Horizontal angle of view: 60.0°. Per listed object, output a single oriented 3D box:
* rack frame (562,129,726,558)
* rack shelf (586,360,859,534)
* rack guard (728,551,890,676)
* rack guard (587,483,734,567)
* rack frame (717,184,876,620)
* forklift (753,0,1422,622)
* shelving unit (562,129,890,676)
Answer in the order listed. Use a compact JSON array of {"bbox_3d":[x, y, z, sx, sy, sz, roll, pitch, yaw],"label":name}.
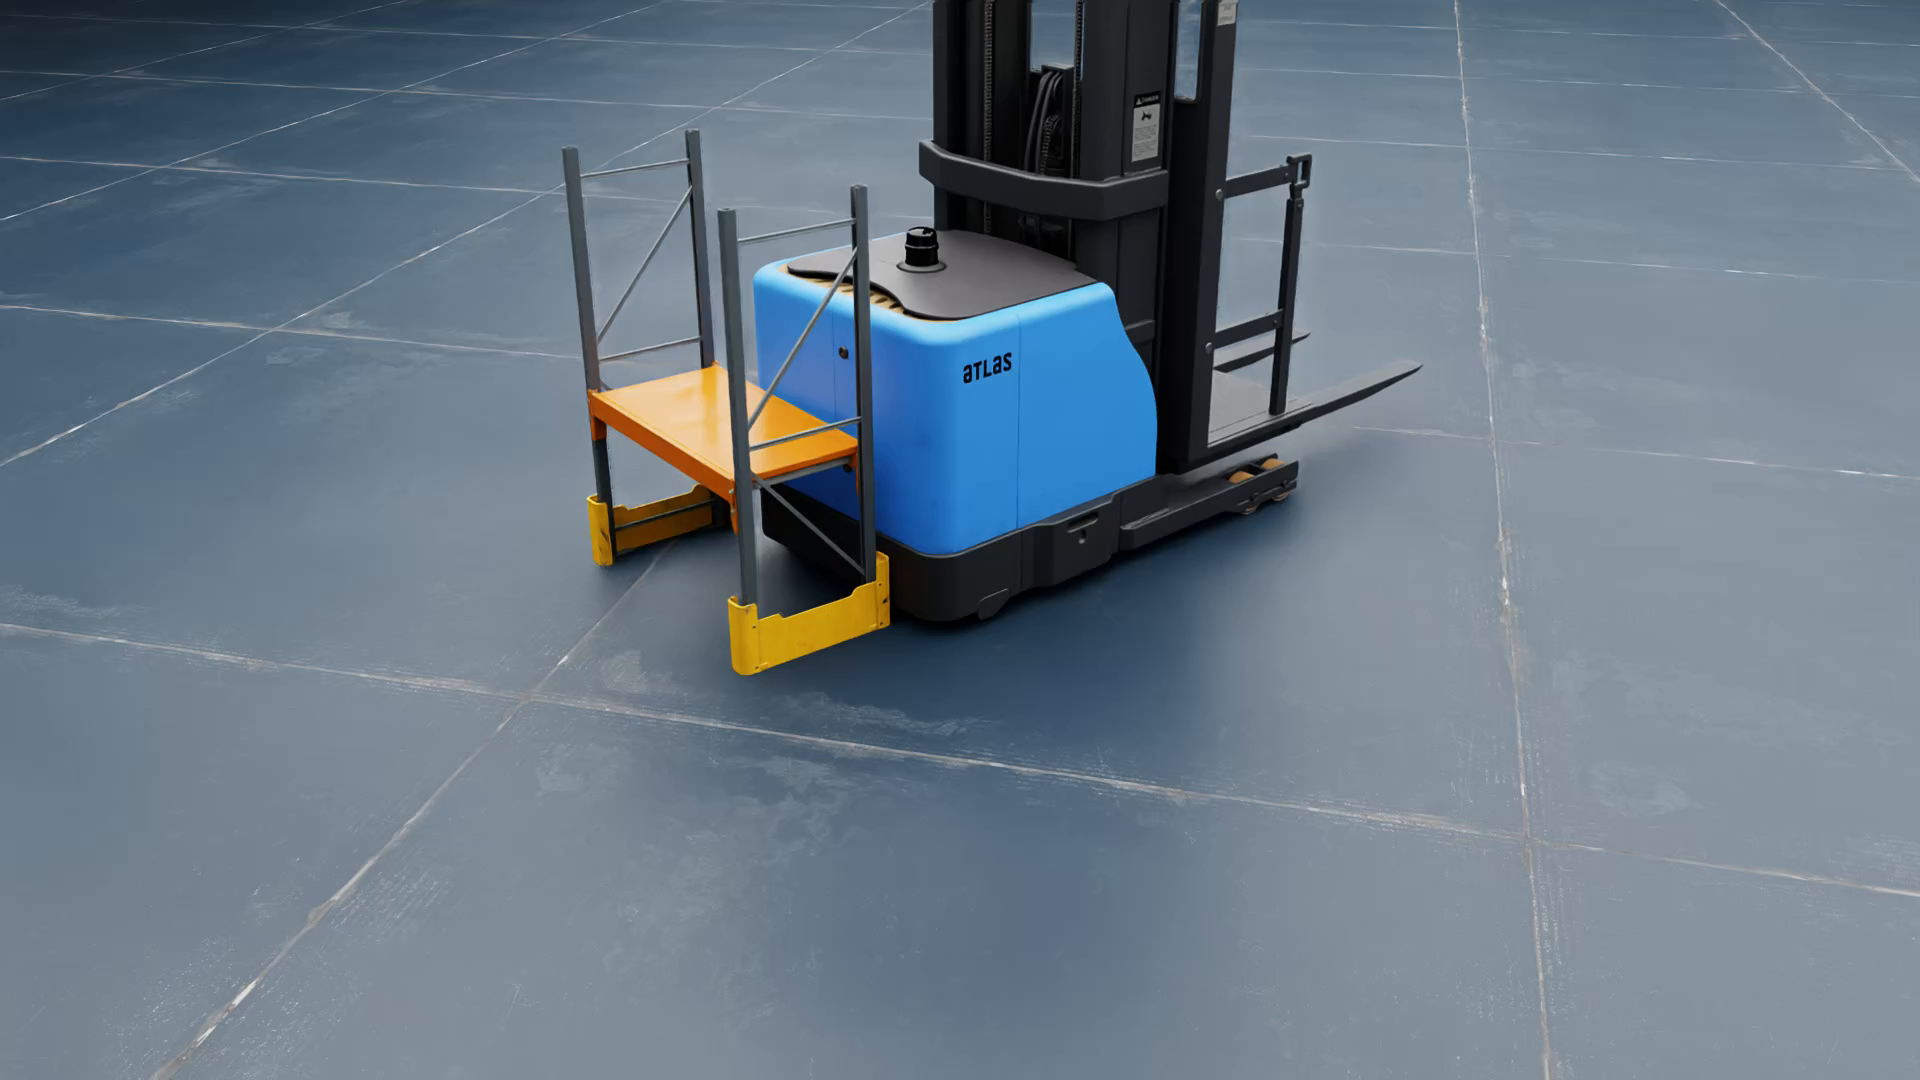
[{"bbox_3d":[-1.104,-0.674,5.920,0.500,1.500,0.032,-18,31,-33],"label":"rack frame"},{"bbox_3d":[-0.795,-0.338,5.633,0.538,0.185,1.000,-18,31,-33],"label":"rack shelf"},{"bbox_3d":[-0.486,0.237,5.461,0.587,0.250,0.087,-18,31,-33],"label":"rack guard"},{"bbox_3d":[-1.092,-0.103,6.175,0.587,0.250,0.087,-18,31,-33],"label":"rack guard"},{"bbox_3d":[-0.485,-0.327,5.192,0.500,1.500,0.032,-18,31,-33],"label":"rack frame"},{"bbox_3d":[0.701,-1.570,6.139,3.031,2.935,1.130,-21,33,-37],"label":"forklift"},{"bbox_3d":[-0.789,-0.497,5.550,0.587,1.500,1.083,-18,31,-33],"label":"shelving unit"}]
